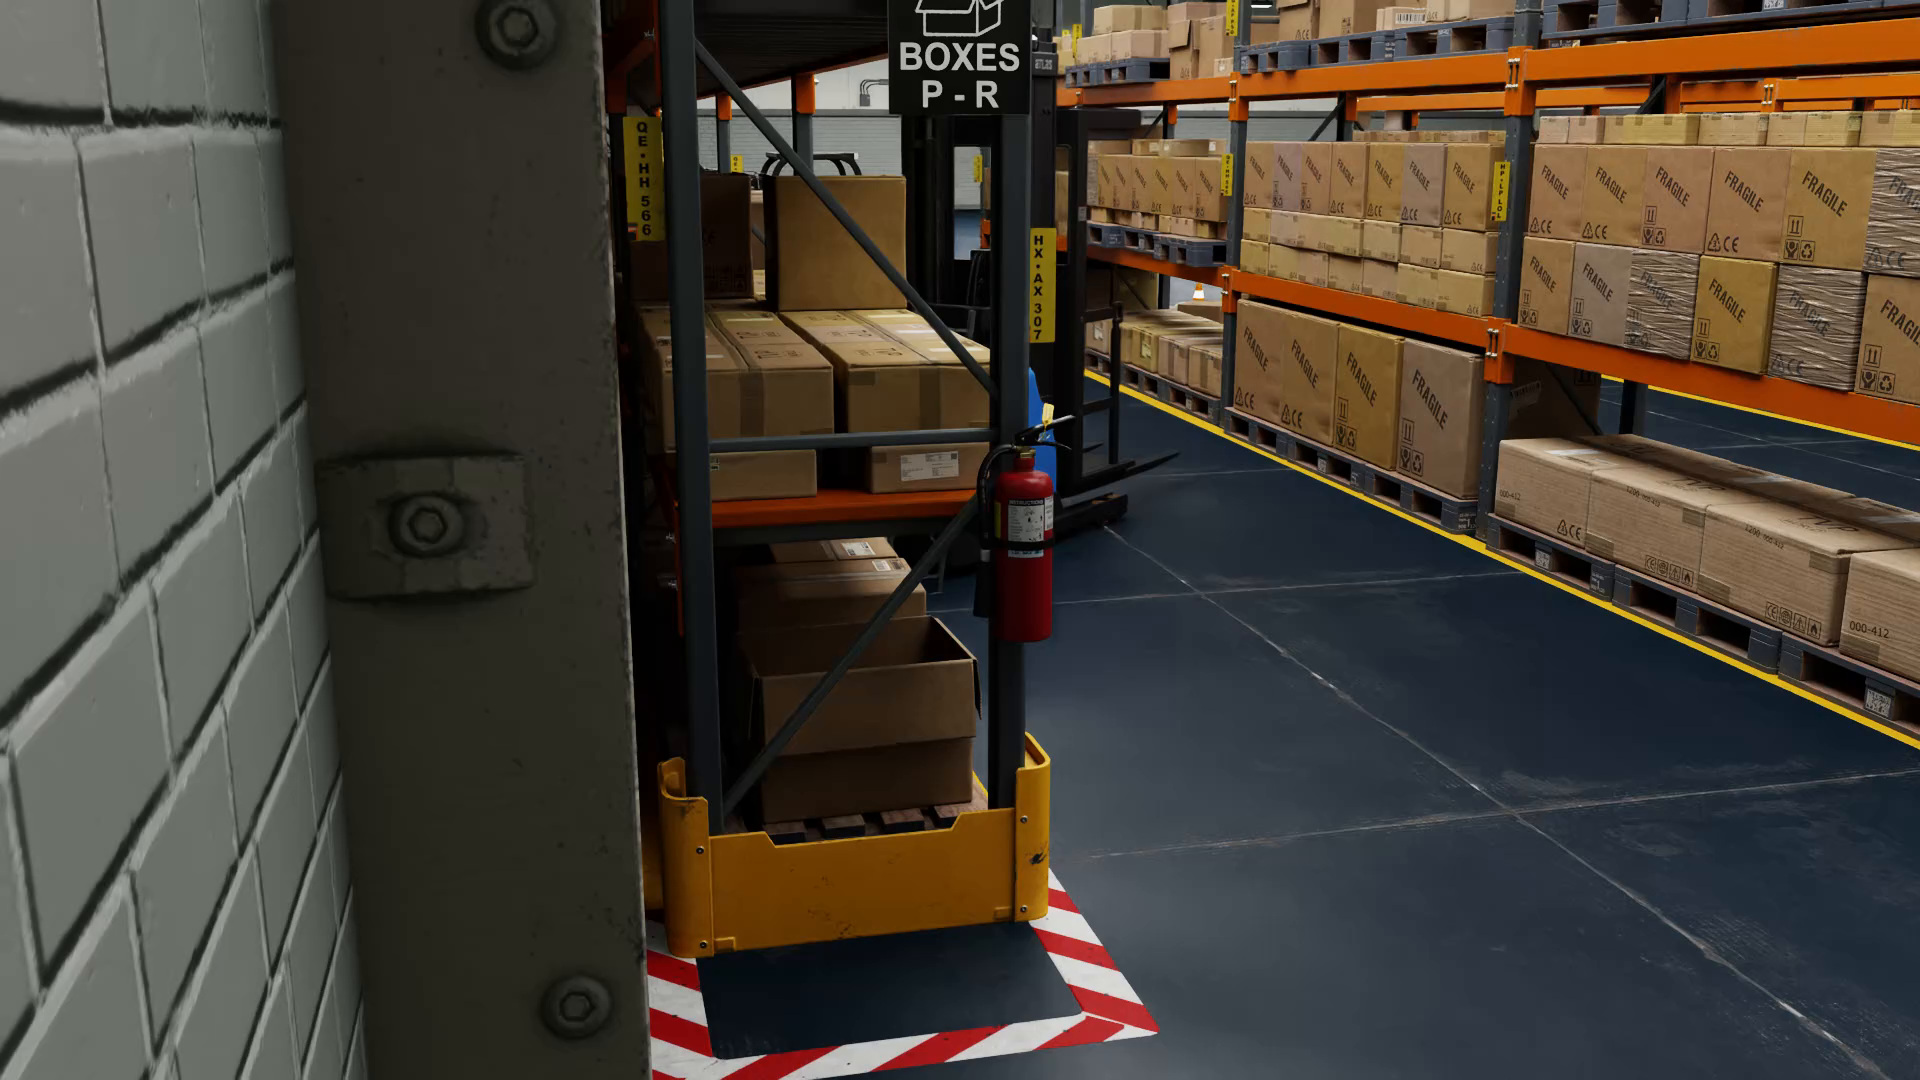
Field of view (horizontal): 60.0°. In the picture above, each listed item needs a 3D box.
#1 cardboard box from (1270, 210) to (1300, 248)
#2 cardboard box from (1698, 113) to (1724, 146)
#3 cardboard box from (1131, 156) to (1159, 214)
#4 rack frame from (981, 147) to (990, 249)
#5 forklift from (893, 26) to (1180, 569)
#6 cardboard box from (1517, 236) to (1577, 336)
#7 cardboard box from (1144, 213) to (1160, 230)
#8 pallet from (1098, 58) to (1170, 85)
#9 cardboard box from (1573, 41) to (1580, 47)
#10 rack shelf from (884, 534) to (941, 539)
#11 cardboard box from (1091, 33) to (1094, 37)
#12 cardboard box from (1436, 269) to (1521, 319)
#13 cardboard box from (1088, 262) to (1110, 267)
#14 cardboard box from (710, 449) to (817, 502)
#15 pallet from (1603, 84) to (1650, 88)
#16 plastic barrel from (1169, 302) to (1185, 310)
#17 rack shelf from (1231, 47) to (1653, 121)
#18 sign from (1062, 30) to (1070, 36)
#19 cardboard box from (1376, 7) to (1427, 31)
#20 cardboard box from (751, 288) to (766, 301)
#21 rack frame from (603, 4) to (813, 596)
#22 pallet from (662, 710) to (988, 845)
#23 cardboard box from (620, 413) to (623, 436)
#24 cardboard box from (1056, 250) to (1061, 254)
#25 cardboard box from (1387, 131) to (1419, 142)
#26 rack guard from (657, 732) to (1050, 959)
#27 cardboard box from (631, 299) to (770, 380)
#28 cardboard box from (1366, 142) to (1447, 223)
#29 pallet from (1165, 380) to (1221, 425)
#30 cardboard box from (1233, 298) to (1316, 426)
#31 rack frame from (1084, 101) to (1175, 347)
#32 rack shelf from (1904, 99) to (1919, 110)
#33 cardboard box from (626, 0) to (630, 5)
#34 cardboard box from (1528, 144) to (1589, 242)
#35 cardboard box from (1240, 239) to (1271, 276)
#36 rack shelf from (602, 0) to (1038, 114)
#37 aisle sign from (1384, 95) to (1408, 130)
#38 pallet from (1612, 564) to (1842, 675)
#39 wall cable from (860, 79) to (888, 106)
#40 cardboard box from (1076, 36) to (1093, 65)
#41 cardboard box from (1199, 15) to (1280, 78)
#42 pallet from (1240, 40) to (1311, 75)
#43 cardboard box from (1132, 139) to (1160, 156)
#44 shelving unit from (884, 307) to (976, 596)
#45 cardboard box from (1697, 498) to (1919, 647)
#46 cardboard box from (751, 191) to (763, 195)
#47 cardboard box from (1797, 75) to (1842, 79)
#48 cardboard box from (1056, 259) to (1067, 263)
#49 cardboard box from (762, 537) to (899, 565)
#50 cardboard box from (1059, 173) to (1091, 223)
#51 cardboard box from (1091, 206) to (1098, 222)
[{"bbox_3d":[2.642,-2.321,12.369,0.500,0.250,0.500,-3,14,-12],"label":"cardboard box"},{"bbox_3d":[3.753,-1.948,7.897,0.380,0.149,0.250,-3,14,-13],"label":"cardboard box"},{"bbox_3d":[1.887,-3.248,15.180,0.500,0.500,0.500,-4,14,-15],"label":"cardboard box"},{"bbox_3d":[0.764,-4.246,20.988,1.000,3.000,0.127,-3,14,-13],"label":"rack frame"},{"bbox_3d":[0.397,-1.563,10.148,1.130,2.935,3.031,9,16,33],"label":"forklift"},{"bbox_3d":[3.438,-1.404,9.142,0.500,0.500,0.500,-3,14,-11],"label":"cardboard box"},{"bbox_3d":[1.896,-2.898,15.114,0.380,0.149,0.250,-4,14,-15],"label":"cardboard box"},{"bbox_3d":[1.992,-4.302,15.291,1.213,0.211,1.003,-3,14,-13],"label":"pallet"},{"bbox_3d":[6.391,-5.114,17.407,0.258,0.266,0.396,-4,14,-14],"label":"cardboard box"},{"bbox_3d":[-0.438,-0.203,8.830,0.431,0.370,0.720,-4,16,-40],"label":"rack shelf"},{"bbox_3d":[1.417,-5.107,17.039,0.380,0.149,0.250,-3,14,-12],"label":"cardboard box"},{"bbox_3d":[3.232,-1.495,10.040,0.500,0.250,0.500,-4,14,-15],"label":"cardboard box"},{"bbox_3d":[1.690,-2.830,18.520,0.500,0.500,0.500,-3,14,-11],"label":"cardboard box"},{"bbox_3d":[-0.641,-0.217,5.025,0.380,0.149,0.250,-3,14,-14],"label":"cardboard box"},{"bbox_3d":[6.963,-4.469,15.976,1.003,0.211,1.213,-3,14,-11],"label":"pallet"},{"bbox_3d":[2.721,-2.603,19.688,0.512,0.421,0.421,7,15,26],"label":"plastic barrel"},{"bbox_3d":[3.113,-3.047,11.274,1.077,0.370,4.000,-3,14,-13],"label":"rack shelf"},{"bbox_3d":[1.308,-6.160,20.634,0.100,0.325,0.005,-3,14,-13],"label":"sign"},{"bbox_3d":[2.993,-3.454,11.030,0.380,0.166,0.250,-2,14,-8],"label":"cardboard box"},{"bbox_3d":[-0.648,-0.938,7.134,0.500,0.250,0.500,-3,14,-14],"label":"cardboard box"},{"bbox_3d":[-1.242,-1.200,8.521,1.000,3.000,0.127,-3,14,-13],"label":"rack frame"},{"bbox_3d":[-0.508,0.876,5.899,1.003,0.211,1.213,-3,14,-13],"label":"pallet"},{"bbox_3d":[-1.740,-0.690,9.447,0.380,0.149,0.250,-3,14,-13],"label":"cardboard box"},{"bbox_3d":[1.357,-3.543,20.070,0.380,0.149,0.250,-3,14,-12],"label":"cardboard box"},{"bbox_3d":[5.820,-4.797,20.649,0.875,0.550,0.550,-3,14,-13],"label":"cardboard box"},{"bbox_3d":[-0.320,0.919,5.112,1.175,0.500,0.348,-3,14,-13],"label":"rack guard"},{"bbox_3d":[-1.022,-0.795,6.549,0.500,0.250,0.500,-3,14,-13],"label":"cardboard box"},{"bbox_3d":[3.005,-2.338,10.861,0.500,0.500,0.500,-3,14,-11],"label":"cardboard box"},{"bbox_3d":[2.461,-1.227,14.503,1.003,0.211,1.213,-3,14,-13],"label":"pallet"},{"bbox_3d":[2.725,-1.409,12.965,0.875,0.875,0.875,-3,14,-14],"label":"cardboard box"},{"bbox_3d":[1.704,-3.324,17.211,1.000,3.000,0.127,-3,14,-13],"label":"rack frame"},{"bbox_3d":[11.806,-4.522,17.312,1.077,0.370,4.000,-3,14,-13],"label":"rack shelf"},{"bbox_3d":[-0.984,-1.970,5.880,0.380,0.149,0.250,-3,14,-14],"label":"cardboard box"},{"bbox_3d":[3.459,-1.889,9.021,0.500,0.500,0.500,-3,14,-13],"label":"cardboard box"},{"bbox_3d":[2.513,-2.201,12.932,0.500,0.250,0.500,-4,14,-14],"label":"cardboard box"},{"bbox_3d":[-0.772,-1.847,6.361,1.077,0.370,4.000,-3,14,-13],"label":"rack shelf"},{"bbox_3d":[5.827,-5.841,22.039,0.394,0.787,0.004,-3,14,-13],"label":"aisle sign"},{"bbox_3d":[3.975,0.338,8.097,1.003,0.211,1.213,-3,14,-13],"label":"pallet"},{"bbox_3d":[-1.993,-16.524,51.435,2.305,6.003,0.169,-3,14,-13],"label":"wall cable"},{"bbox_3d":[1.451,-4.755,16.179,0.500,0.250,0.500,-4,14,-15],"label":"cardboard box"},{"bbox_3d":[2.430,-4.126,13.963,0.700,0.500,0.500,-3,14,-13],"label":"cardboard box"},{"bbox_3d":[2.846,-3.621,12.504,1.213,0.211,1.003,-3,14,-11],"label":"pallet"},{"bbox_3d":[1.826,-3.663,15.510,0.380,0.149,0.250,-2,14,-10],"label":"cardboard box"},{"bbox_3d":[-0.399,-0.519,8.759,0.431,1.500,0.755,-4,16,-40],"label":"shelving unit"},{"bbox_3d":[4.047,0.128,7.596,0.875,0.438,0.875,-3,14,-12],"label":"cardboard box"},{"bbox_3d":[-1.444,-1.878,10.197,0.700,0.500,0.500,-3,14,-13],"label":"cardboard box"},{"bbox_3d":[7.306,-4.059,13.691,0.500,0.500,0.500,-3,14,-13],"label":"cardboard box"},{"bbox_3d":[1.062,-2.913,18.857,0.500,0.500,0.500,-3,14,-10],"label":"cardboard box"},{"bbox_3d":[-0.544,0.259,6.928,0.500,0.500,0.500,-3,14,-12],"label":"cardboard box"},{"bbox_3d":[1.357,-3.605,17.526,0.500,0.500,0.500,-4,14,-15],"label":"cardboard box"},{"bbox_3d":[1.526,-3.260,16.597,0.380,0.149,0.250,-3,14,-12],"label":"cardboard box"}]
